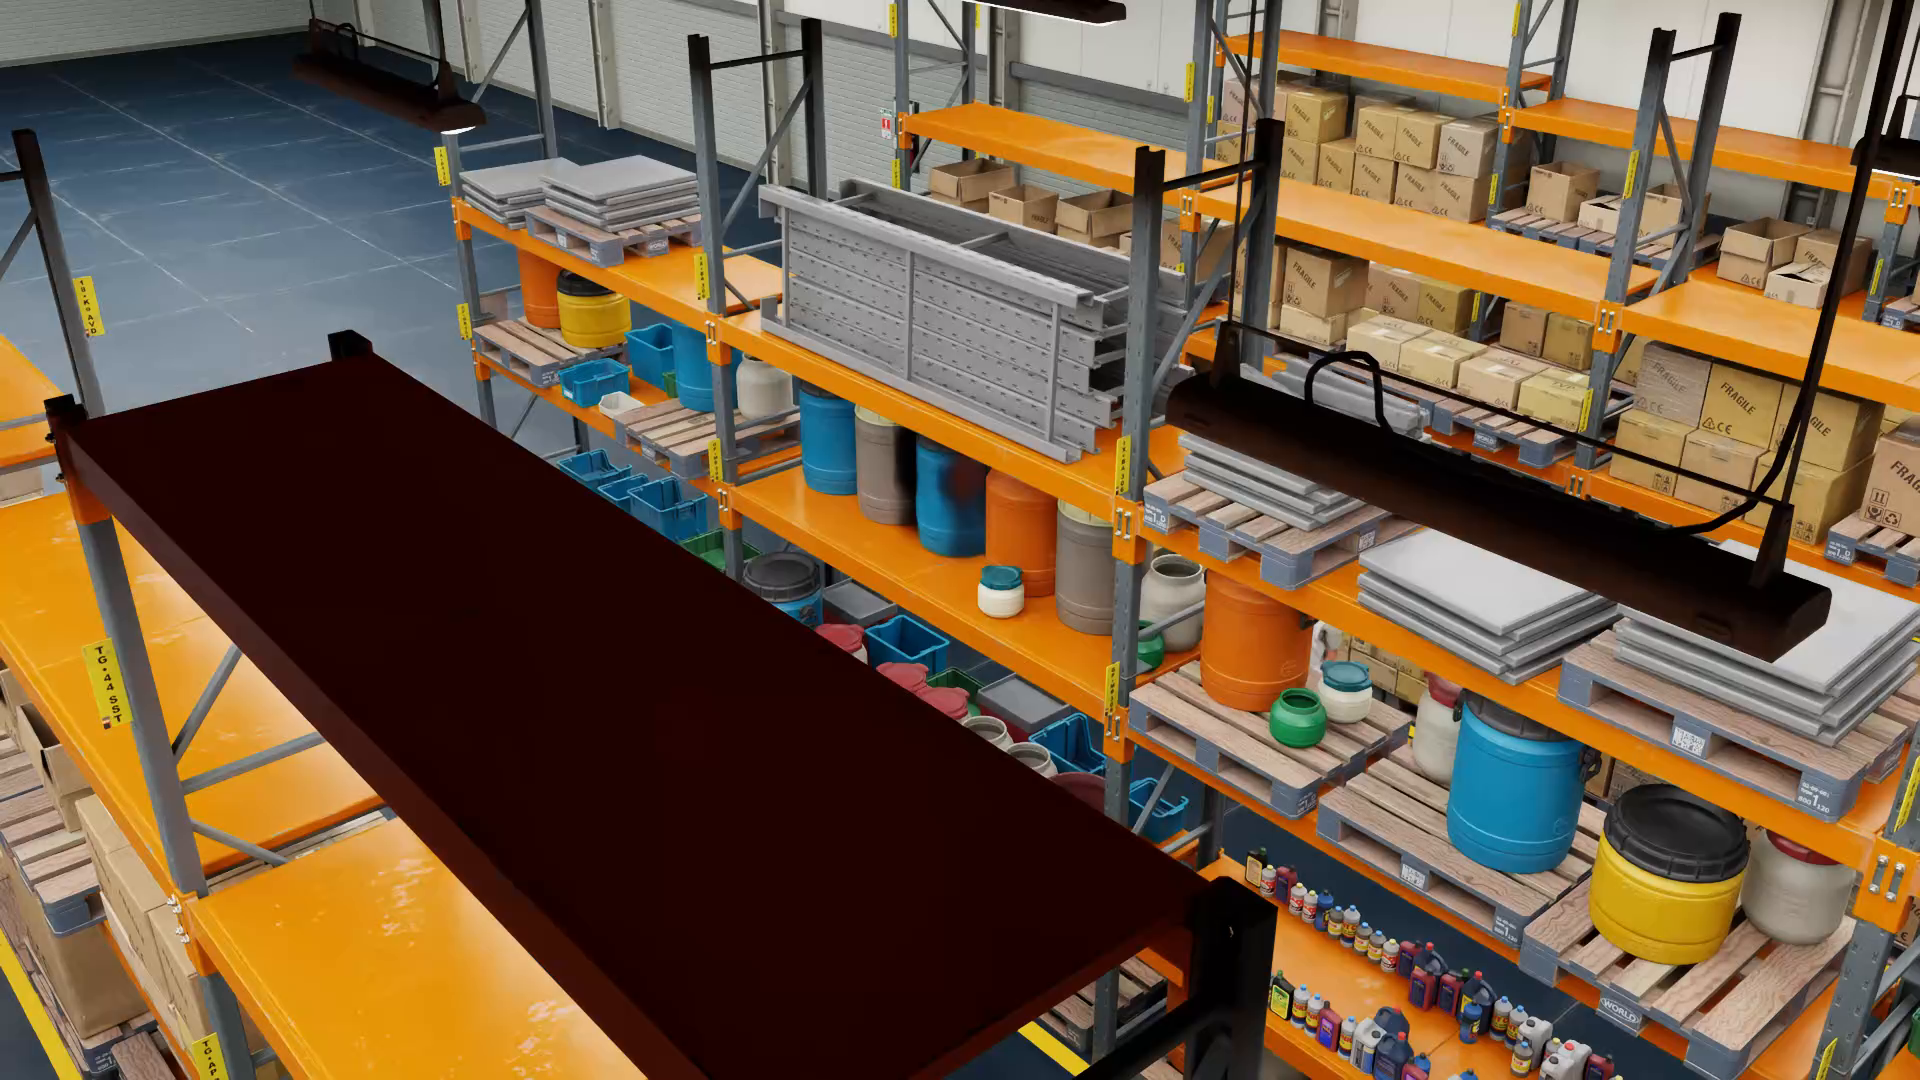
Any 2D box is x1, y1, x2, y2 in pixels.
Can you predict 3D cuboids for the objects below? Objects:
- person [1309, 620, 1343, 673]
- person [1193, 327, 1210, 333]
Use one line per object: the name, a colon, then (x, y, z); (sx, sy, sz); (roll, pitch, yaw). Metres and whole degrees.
person: (2.762, 1.070, 13.398); (0.584, 1.799, 0.472); (22, 34, 36)
person: (2.818, -1.919, 19.520); (0.392, 1.700, 0.528); (-16, 31, -29)
